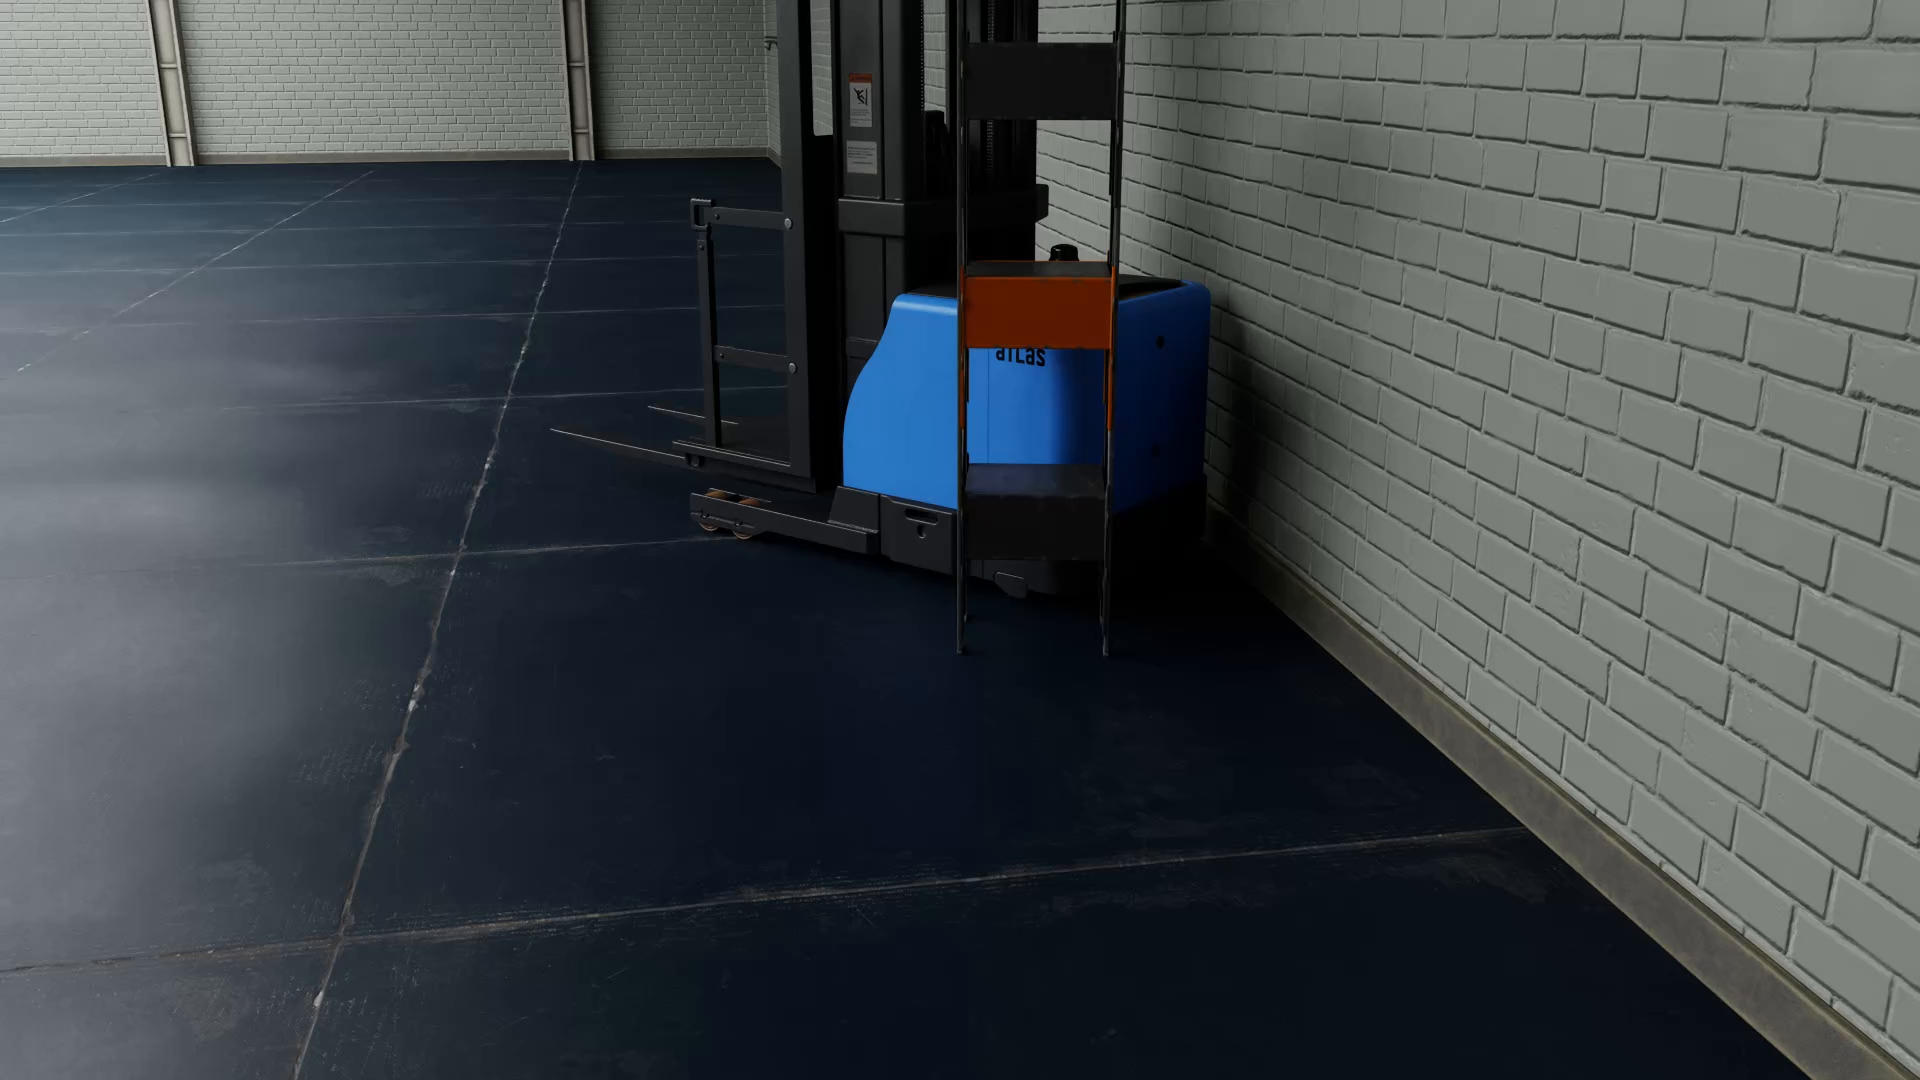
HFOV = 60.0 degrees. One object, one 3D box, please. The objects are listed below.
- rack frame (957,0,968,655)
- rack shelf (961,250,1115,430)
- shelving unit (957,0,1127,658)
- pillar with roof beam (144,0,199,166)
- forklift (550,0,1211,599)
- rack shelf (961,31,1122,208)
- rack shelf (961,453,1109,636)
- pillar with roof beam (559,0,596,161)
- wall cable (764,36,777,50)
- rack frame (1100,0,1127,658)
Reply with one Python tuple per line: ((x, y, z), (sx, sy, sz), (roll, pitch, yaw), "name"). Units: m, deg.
((0.008, -0.677, 5.440), (0.015, 2.100, 0.400), (1, 17, 3), "rack frame")
((0.252, -0.661, 5.434), (0.480, 0.518, 0.431), (1, 17, 3), "rack shelf")
((0.252, -0.674, 5.430), (0.503, 2.100, 0.431), (1, 17, 3), "shelving unit")
((-11.120, -8.818, 20.193), (0.400, 9.000, 9.100), (-3, 17, -10), "pillar with roof beam")
((-0.502, -1.513, 6.746), (3.031, 2.935, 1.130), (13, 21, 35), "forklift")
((0.252, -1.330, 5.228), (0.480, 0.518, 0.431), (1, 17, 3), "rack shelf")
((0.252, 0.008, 5.639), (0.480, 0.518, 0.431), (1, 17, 3), "rack shelf")
((-5.229, -9.152, 21.281), (0.400, 9.000, 9.100), (-3, 17, -10), "pillar with roof beam")
((-2.902, -8.691, 25.071), (0.112, 2.526, 3.097), (-3, 17, -10), "wall cable")
((0.496, -0.671, 5.419), (0.015, 2.100, 0.400), (1, 17, 3), "rack frame")
